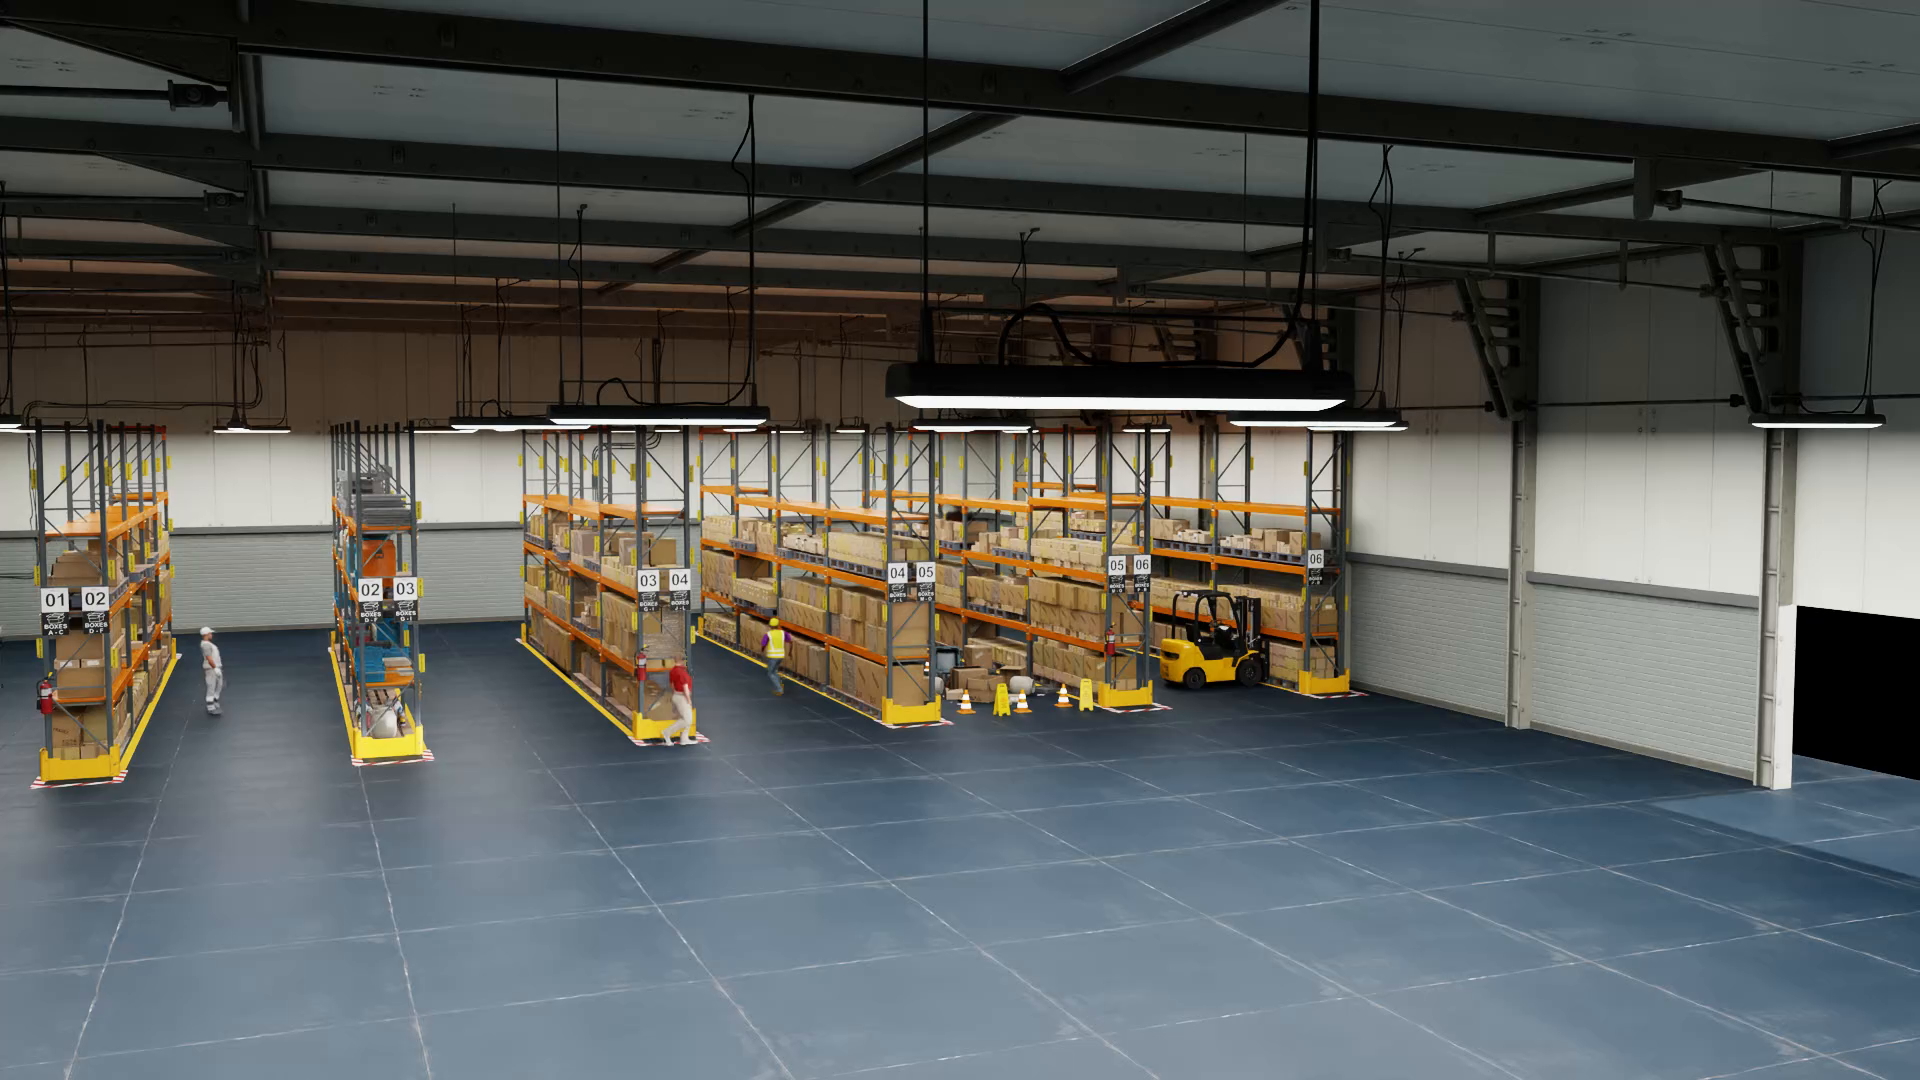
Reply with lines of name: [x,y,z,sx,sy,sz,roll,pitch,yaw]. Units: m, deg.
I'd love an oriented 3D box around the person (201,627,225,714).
person: [-15.401,2.701,34.342,0.570,1.833,0.646,0,4,2]

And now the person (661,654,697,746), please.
person: [-5.178,2.945,30.642,0.669,1.700,0.554,-1,4,-13]

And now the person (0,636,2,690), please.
person: [-21.910,2.543,37.588,0.512,1.687,0.489,2,4,33]

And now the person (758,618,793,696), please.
person: [-4.136,2.570,36.746,0.737,1.702,0.647,2,4,32]
